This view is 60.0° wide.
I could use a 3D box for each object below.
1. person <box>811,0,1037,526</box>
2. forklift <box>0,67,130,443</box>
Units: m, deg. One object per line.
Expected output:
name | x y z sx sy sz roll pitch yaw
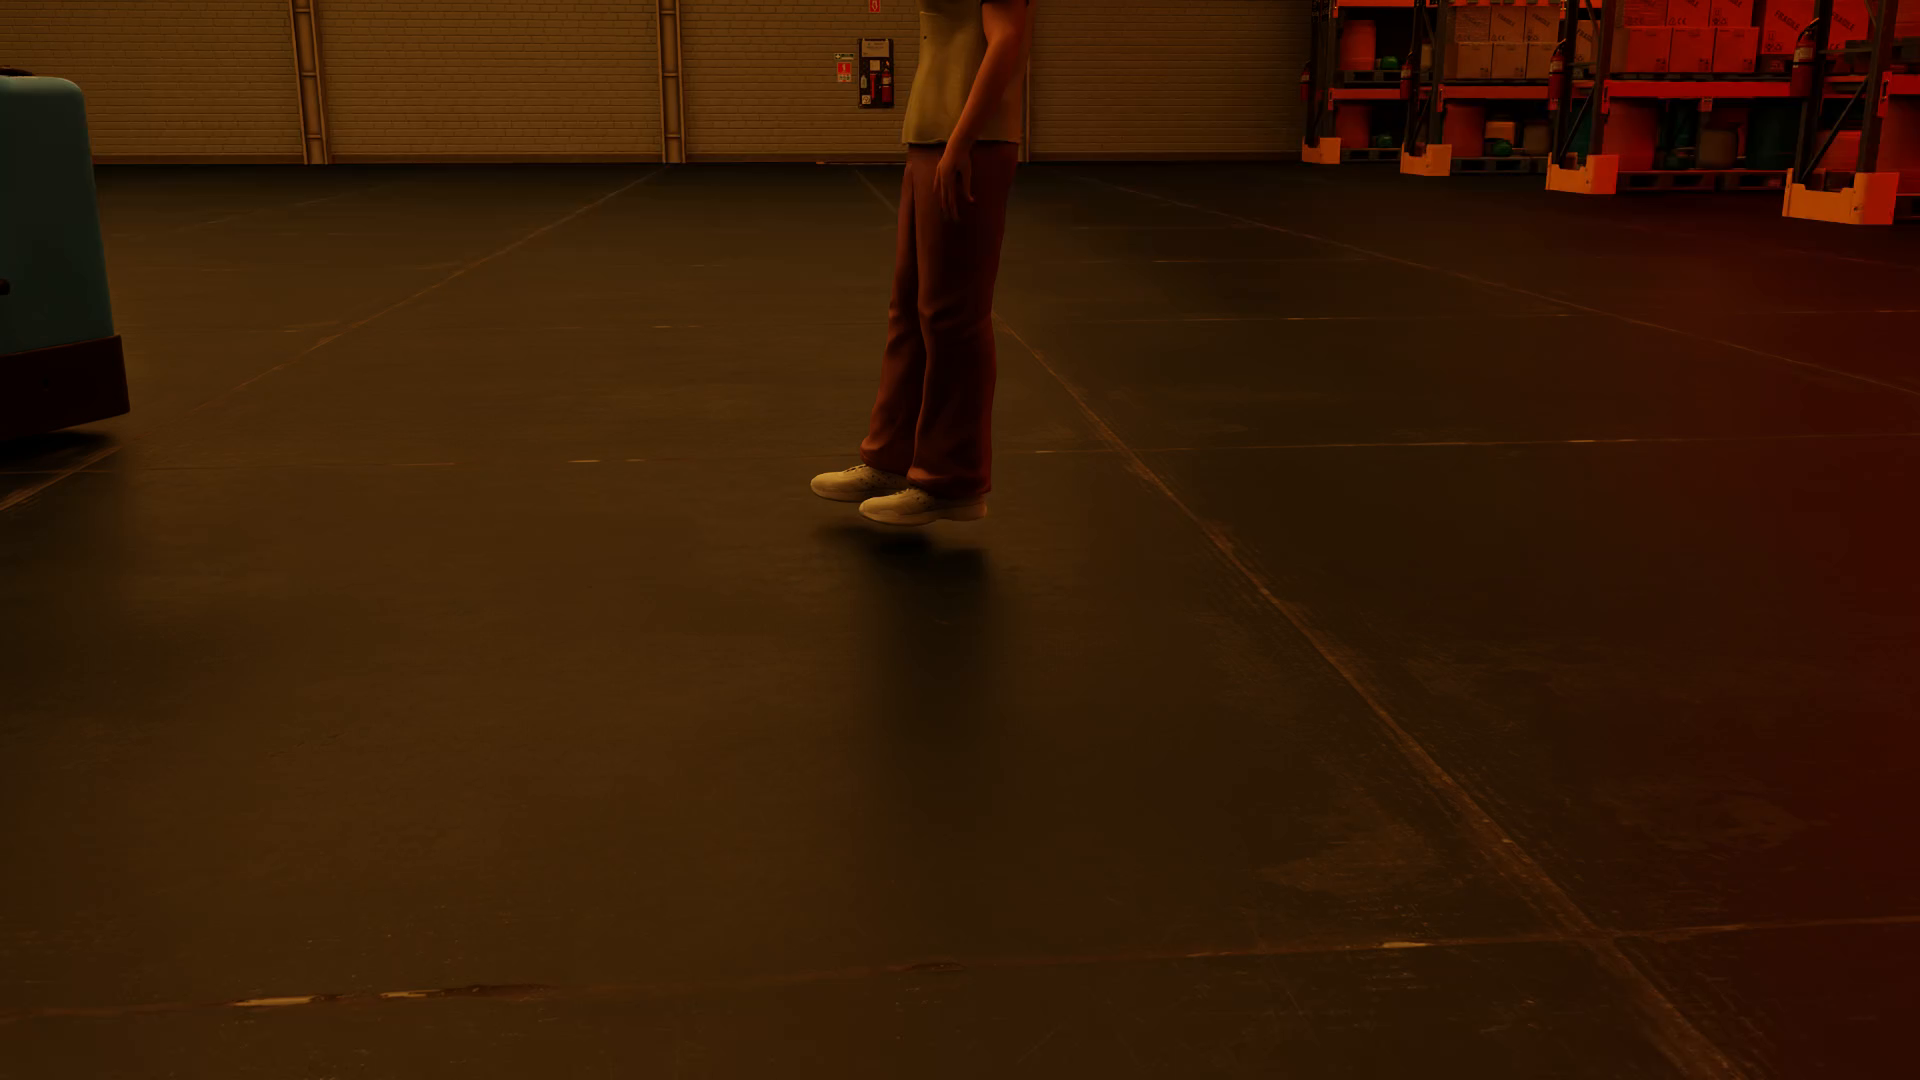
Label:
person | -0.075 -0.858 3.714 0.547 1.673 0.553 -1 15 -5
forklift | -4.152 -1.737 4.778 3.031 2.935 1.130 4 15 16
